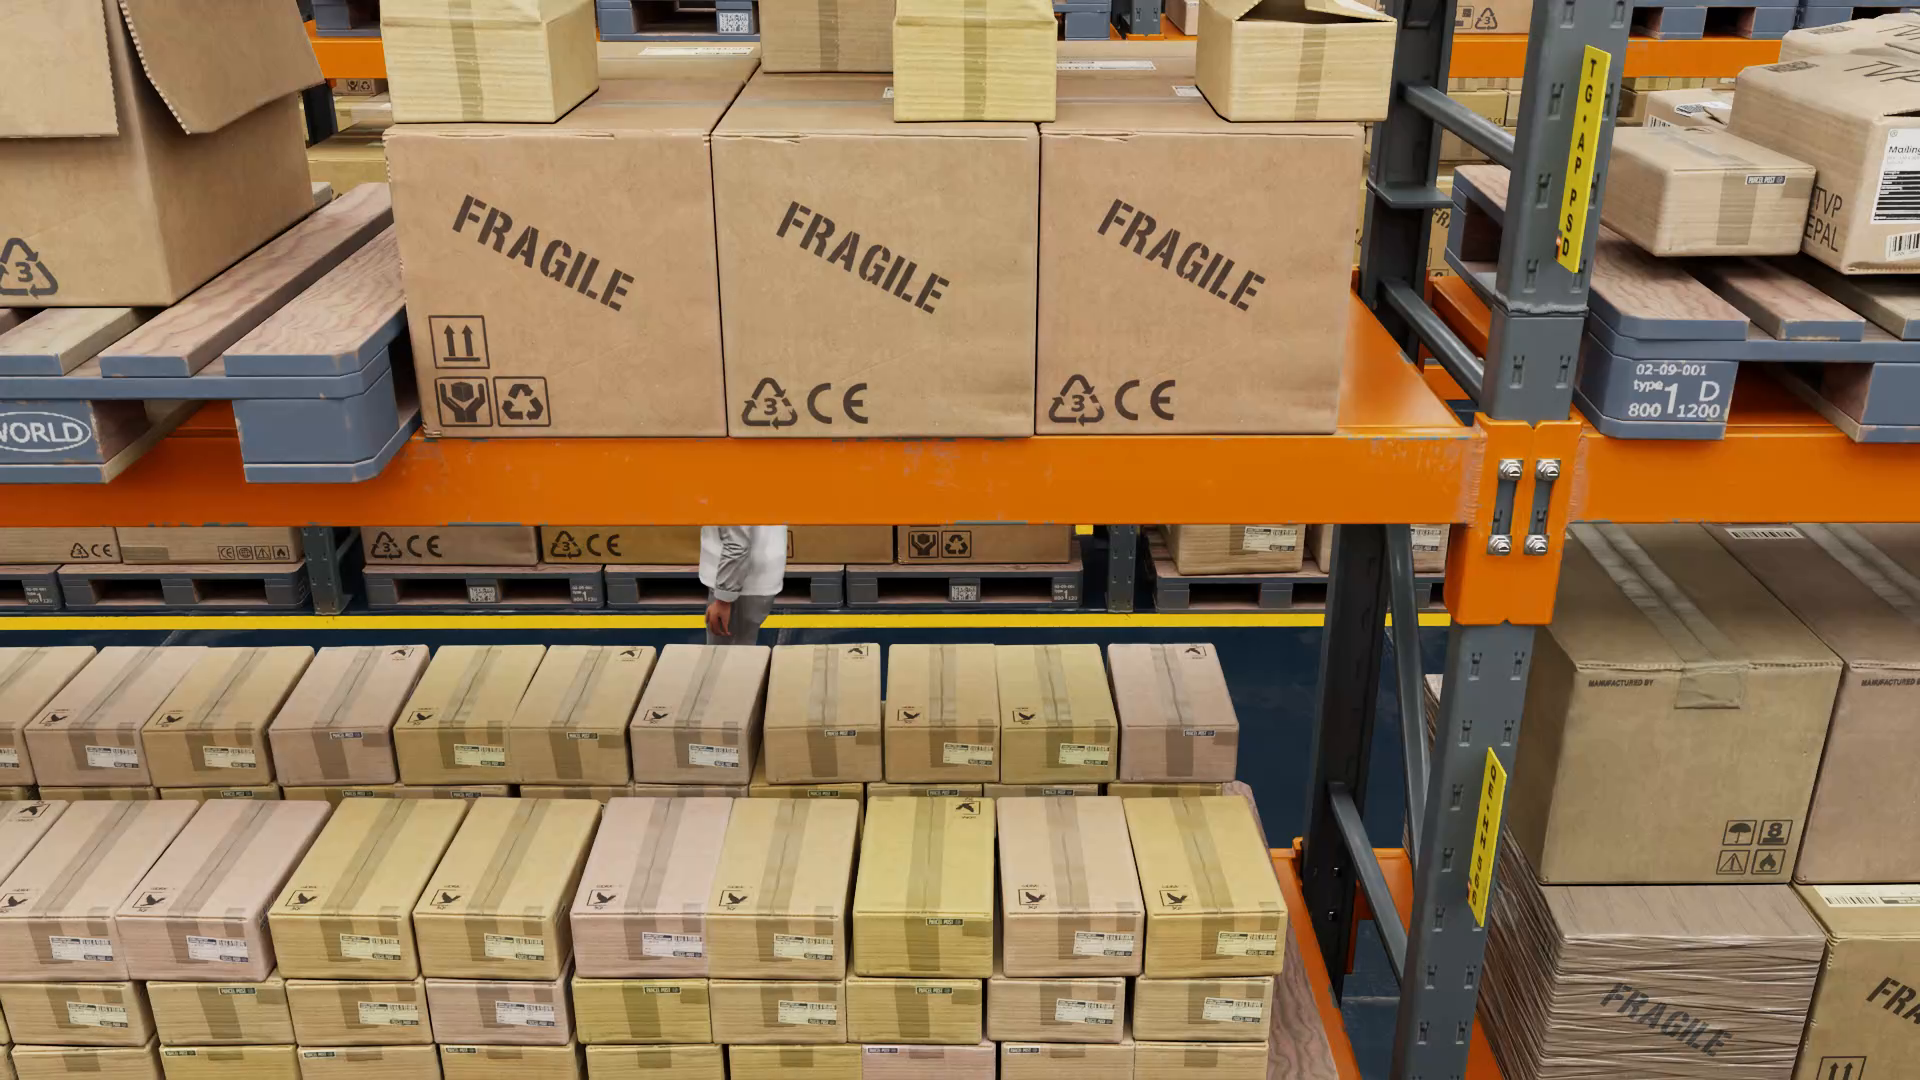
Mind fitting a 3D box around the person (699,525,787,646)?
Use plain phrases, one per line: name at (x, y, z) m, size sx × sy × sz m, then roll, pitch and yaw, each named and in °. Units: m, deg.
person at (-0.923, 0.144, 6.744) m, size 0.456 × 1.773 × 0.594 m, roll -1°, pitch 24°, yaw -3°
